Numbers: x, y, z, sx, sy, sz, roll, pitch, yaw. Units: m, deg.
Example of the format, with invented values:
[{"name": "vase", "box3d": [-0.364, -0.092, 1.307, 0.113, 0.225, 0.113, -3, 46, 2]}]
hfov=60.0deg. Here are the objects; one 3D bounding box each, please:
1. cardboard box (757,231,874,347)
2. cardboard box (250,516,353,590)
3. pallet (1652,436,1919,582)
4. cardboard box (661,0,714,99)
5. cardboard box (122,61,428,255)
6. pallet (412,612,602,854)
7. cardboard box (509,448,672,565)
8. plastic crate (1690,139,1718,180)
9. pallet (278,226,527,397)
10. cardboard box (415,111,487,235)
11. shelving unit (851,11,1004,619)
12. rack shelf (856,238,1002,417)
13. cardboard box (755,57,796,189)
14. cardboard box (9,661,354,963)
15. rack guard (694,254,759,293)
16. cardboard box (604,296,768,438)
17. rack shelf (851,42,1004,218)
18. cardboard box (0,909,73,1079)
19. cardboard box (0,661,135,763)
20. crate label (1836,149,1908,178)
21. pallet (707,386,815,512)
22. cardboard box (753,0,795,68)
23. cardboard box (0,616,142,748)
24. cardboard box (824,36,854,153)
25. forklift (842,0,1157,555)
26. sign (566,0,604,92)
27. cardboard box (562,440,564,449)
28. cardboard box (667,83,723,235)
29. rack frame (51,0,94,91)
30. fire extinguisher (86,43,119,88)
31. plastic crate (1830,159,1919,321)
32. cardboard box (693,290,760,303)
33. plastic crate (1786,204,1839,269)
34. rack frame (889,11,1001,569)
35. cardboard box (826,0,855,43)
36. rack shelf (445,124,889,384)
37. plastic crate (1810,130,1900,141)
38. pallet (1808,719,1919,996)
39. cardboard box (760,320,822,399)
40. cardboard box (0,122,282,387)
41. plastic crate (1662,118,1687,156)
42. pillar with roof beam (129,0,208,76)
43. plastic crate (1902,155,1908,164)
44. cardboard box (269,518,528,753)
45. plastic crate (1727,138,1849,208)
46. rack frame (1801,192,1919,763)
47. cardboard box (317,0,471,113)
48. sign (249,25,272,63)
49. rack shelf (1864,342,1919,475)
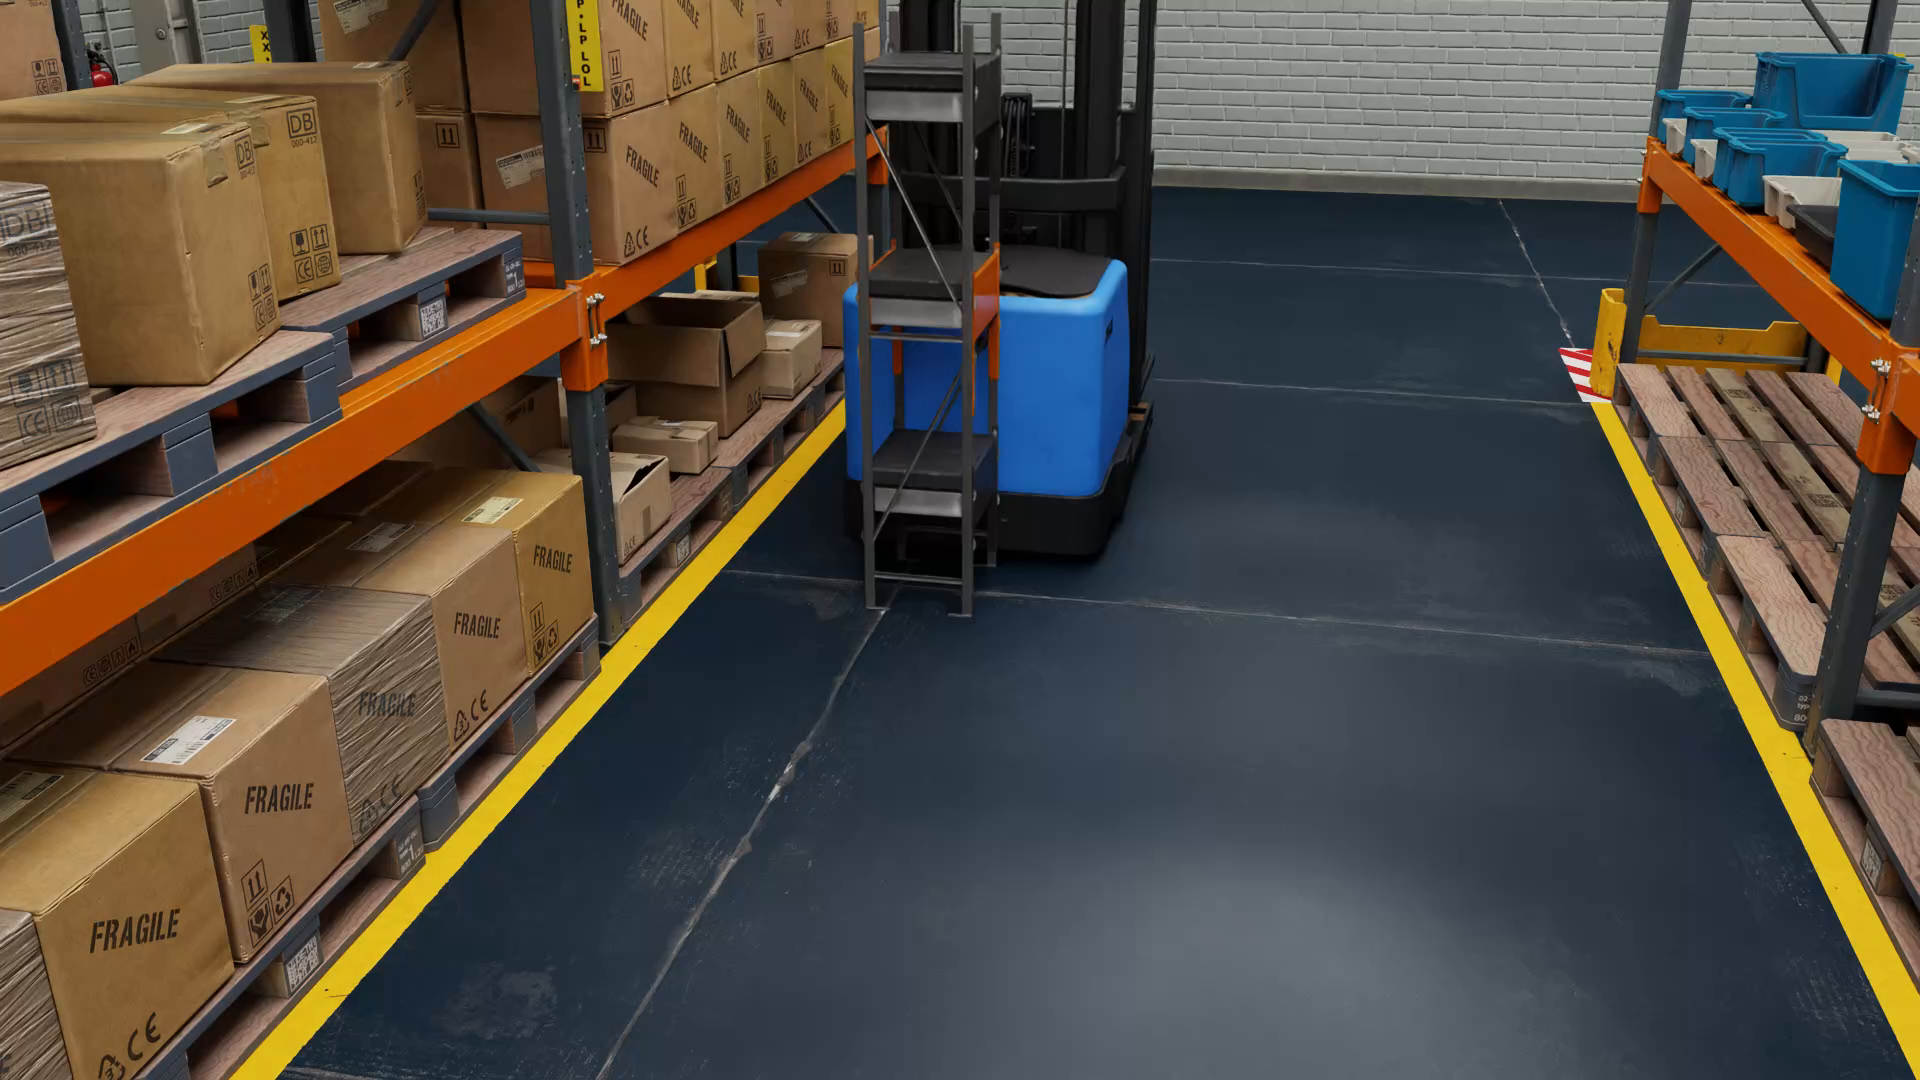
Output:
[{"name": "cardboard box", "box3d": [-0.766, -1.357, 8.964, 0.500, 0.500, 0.500, 4, 22, 11]}, {"name": "cardboard box", "box3d": [-2.148, 0.243, 4.993, 0.500, 0.500, 0.500, 5, 22, 12]}, {"name": "pallet", "box3d": [3.494, -0.114, 6.854, 1.003, 0.211, 1.213, 4, 22, 11]}, {"name": "cardboard box", "box3d": [-1.236, -1.917, 6.125, 0.500, 0.500, 0.500, 4, 22, 9]}, {"name": "cardboard box", "box3d": [-2.028, -1.152, 5.003, 0.700, 0.500, 0.500, -3, 22, -7]}, {"name": "pallet", "box3d": [-1.842, 0.527, 5.263, 1.003, 0.211, 1.213, 4, 22, 11]}, {"name": "cardboard box", "box3d": [-1.415, -0.161, 6.248, 0.500, 0.311, 0.500, 4, 22, 11]}, {"name": "plastic crate", "box3d": [3.294, -1.632, 7.164, 0.250, 0.136, 0.298, 4, 22, 11]}, {"name": "pallet", "box3d": [-1.983, -0.694, 4.819, 1.003, 0.211, 1.213, 4, 22, 11]}, {"name": "cardboard box", "box3d": [-1.862, -1.316, 5.971, 0.500, 0.500, 0.500, 5, 22, 12]}, {"name": "shelving unit", "box3d": [-0.103, -0.789, 6.001, 0.431, 2.100, 0.503, 4, 22, 11]}, {"name": "rack shelf", "box3d": [-0.103, -0.776, 6.006, 0.431, 0.518, 0.480, 4, 22, 11]}, {"name": "cardboard box", "box3d": [-1.034, -1.835, 7.262, 0.500, 0.500, 0.500, 4, 22, 10]}, {"name": "cardboard box", "box3d": [-1.846, 0.640, 4.005, 0.500, 0.500, 0.500, 4, 22, 9]}, {"name": "rack guard", "box3d": [-0.912, -1.343, 9.518, 1.175, 0.500, 0.348, 4, 22, 11]}, {"name": "cardboard box", "box3d": [-1.334, -0.801, 7.579, 0.797, 0.503, 0.637, 4, 22, 11]}, {"name": "rack shelf", "box3d": [-0.103, -1.425, 5.745, 0.431, 0.518, 0.480, 4, 22, 11]}, {"name": "cardboard box", "box3d": [-2.055, 1.015, 3.076, 0.500, 0.500, 0.500, 4, 22, 9]}, {"name": "cardboard box", "box3d": [-2.361, 0.610, 4.081, 0.500, 0.500, 0.500, 4, 22, 9]}, {"name": "crate label", "box3d": [3.856, -1.536, 6.924, 0.396, 0.136, 0.243, 4, 22, 11]}, {"name": "pallet", "box3d": [-1.325, -0.472, 7.743, 1.003, 0.211, 1.213, 4, 22, 11]}, {"name": "cardboard box", "box3d": [-1.026, -2.294, 7.061, 0.500, 0.500, 0.500, 5, 23, 13]}, {"name": "cardboard box", "box3d": [-2.356, 0.248, 3.976, 0.500, 0.250, 0.500, 4, 22, 10]}, {"name": "cardboard box", "box3d": [-0.824, -2.202, 8.171, 0.500, 0.500, 0.500, 5, 22, 11]}, {"name": "forklift", "box3d": [0.335, -1.819, 7.448, 1.130, 2.935, 3.031, 4, 22, 11]}, {"name": "sign", "box3d": [-1.169, -1.563, 5.170, 0.100, 0.325, 0.005, 4, 22, 11]}, {"name": "cardboard box", "box3d": [-1.856, -0.320, 6.861, 0.380, 0.149, 0.250, 4, 22, 11]}, {"name": "cardboard box", "box3d": [-1.241, -1.466, 6.346, 0.500, 0.500, 0.500, 5, 22, 12]}, {"name": "rack frame", "box3d": [-5.747, -2.906, 10.054, 1.000, 3.000, 0.127, 4, 22, 11]}, {"name": "fire extinguisher", "box3d": [-5.264, -2.717, 10.188, 0.296, 0.674, 0.183, 4, 22, 11]}, {"name": "plastic crate", "box3d": [2.897, -0.905, 5.027, 0.392, 0.384, 0.575, 4, 22, 11]}, {"name": "cardboard box", "box3d": [-1.318, -1.285, 9.255, 0.380, 0.149, 0.250, 4, 22, 11]}, {"name": "plastic crate", "box3d": [3.101, -1.018, 5.654, 0.437, 0.125, 0.590, 4, 22, 11]}, {"name": "rack frame", "box3d": [-0.054, -0.878, 6.223, 0.400, 2.100, 0.015, 4, 22, 11]}, {"name": "cardboard box", "box3d": [-0.820, -2.671, 7.999, 0.500, 0.500, 0.500, 5, 22, 12]}, {"name": "rack shelf", "box3d": [-1.305, -1.465, 7.438, 1.077, 0.370, 4.000, 4, 22, 11]}, {"name": "plastic crate", "box3d": [3.963, -1.744, 7.442, 0.396, 0.136, 0.243, 4, 22, 11]}, {"name": "pallet", "box3d": [2.937, 0.884, 4.375, 1.003, 0.211, 1.213, 4, 22, 11]}, {"name": "cardboard box", "box3d": [-0.990, -0.896, 8.154, 0.500, 0.250, 0.500, 4, 22, 11]}, {"name": "cardboard box", "box3d": [-2.013, -0.657, 3.775, 0.700, 0.500, 0.500, -1, 22, -3]}, {"name": "plastic crate", "box3d": [3.433, -1.880, 7.780, 0.250, 0.136, 0.298, 4, 22, 11]}, {"name": "pillar with roof beam", "box3d": [-1.828, -6.414, 10.734, 9.100, 9.000, 0.400, 4, 22, 11]}, {"name": "plastic crate", "box3d": [3.784, -1.330, 6.286, 0.416, 0.233, 0.300, 4, 22, 11]}, {"name": "cardboard box", "box3d": [-1.642, 0.271, 4.923, 0.500, 0.500, 0.500, 5, 22, 11]}, {"name": "plastic crate", "box3d": [3.249, -1.445, 6.569, 0.416, 0.233, 0.300, 4, 22, 11]}, {"name": "rack frame", "box3d": [3.136, -0.688, 4.547, 1.000, 3.000, 0.127, 4, 22, 11]}, {"name": "cardboard box", "box3d": [-1.863, -1.782, 5.790, 0.500, 0.500, 0.500, 5, 22, 11]}, {"name": "sign", "box3d": [-2.246, -1.507, 5.422, 0.100, 0.325, 0.005, 4, 22, 11]}, {"name": "rack shelf", "box3d": [2.728, 0.377, 2.865, 1.077, 0.370, 4.000, 4, 22, 11]}]
